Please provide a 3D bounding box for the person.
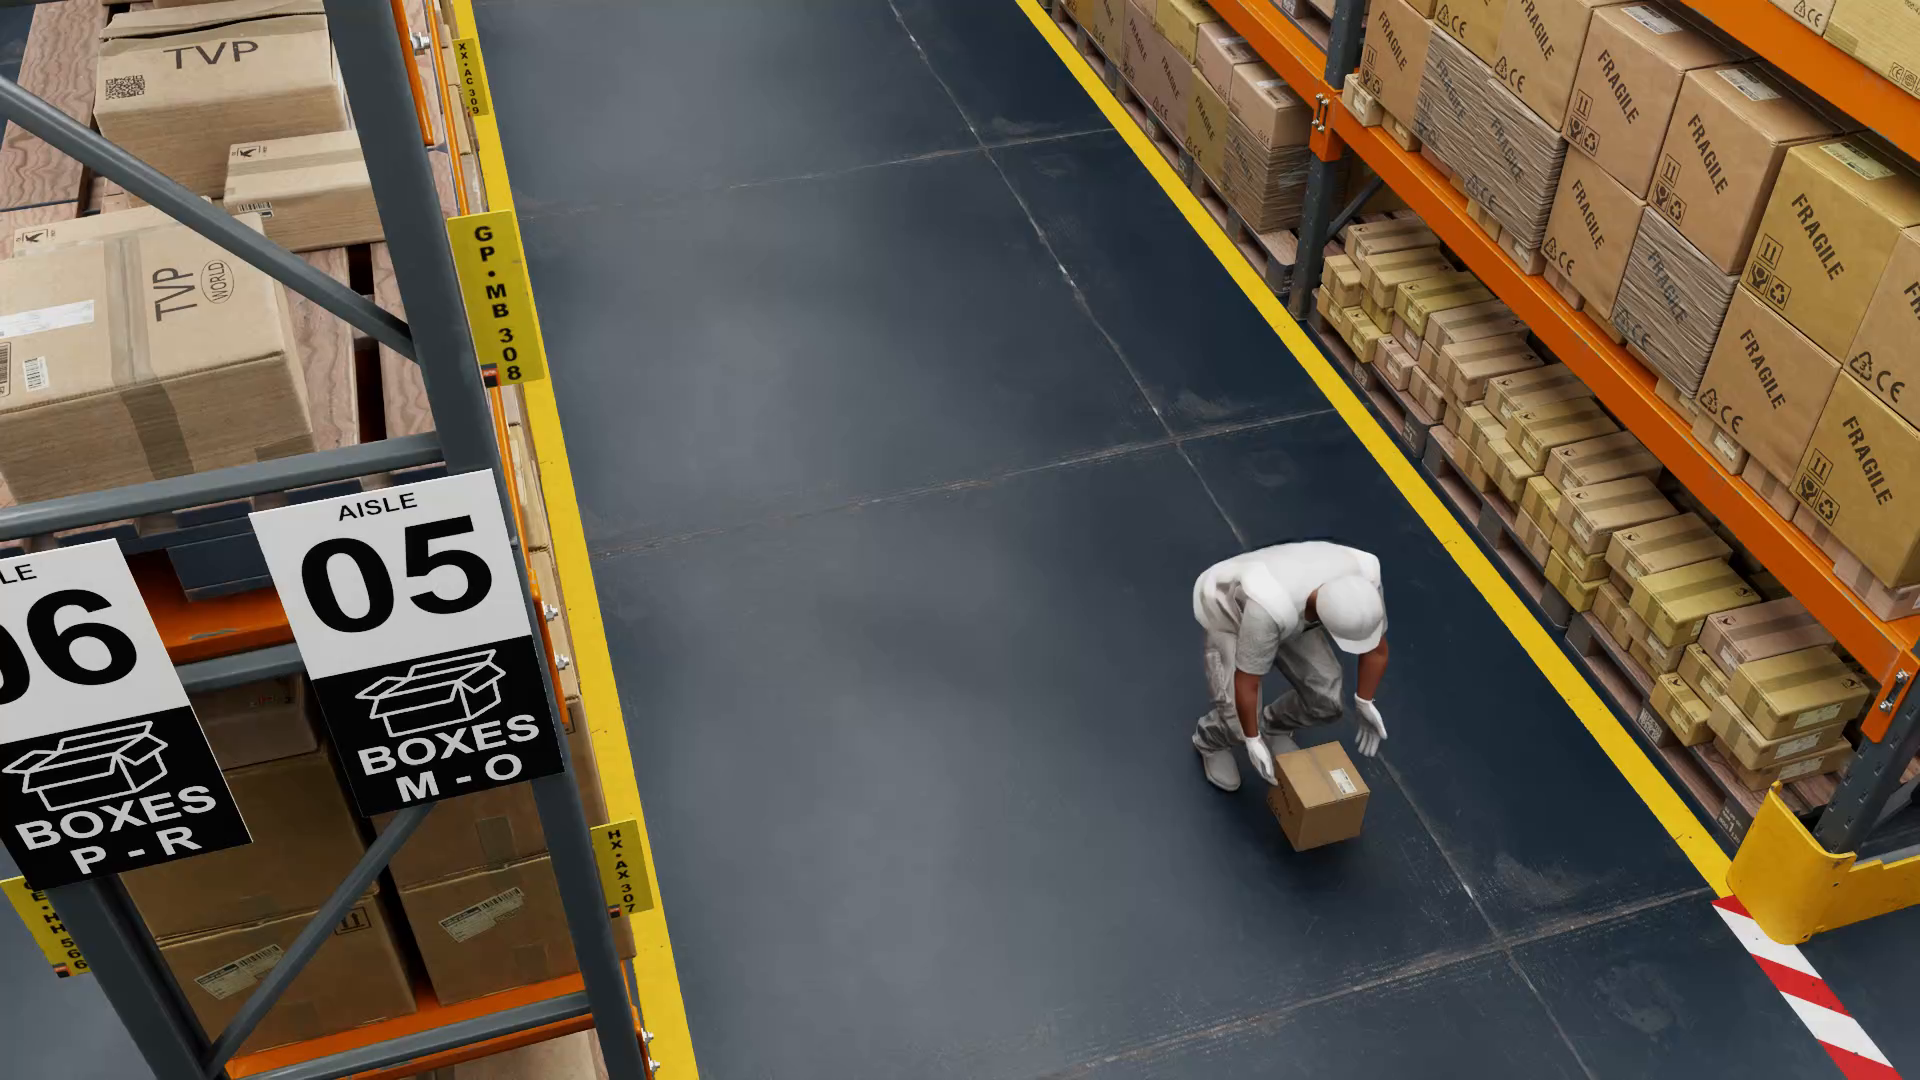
[{"bbox_3d":[1.200,0.417,6.070,0.606,1.264,0.833,-12,43,-13],"label":"person"}]
